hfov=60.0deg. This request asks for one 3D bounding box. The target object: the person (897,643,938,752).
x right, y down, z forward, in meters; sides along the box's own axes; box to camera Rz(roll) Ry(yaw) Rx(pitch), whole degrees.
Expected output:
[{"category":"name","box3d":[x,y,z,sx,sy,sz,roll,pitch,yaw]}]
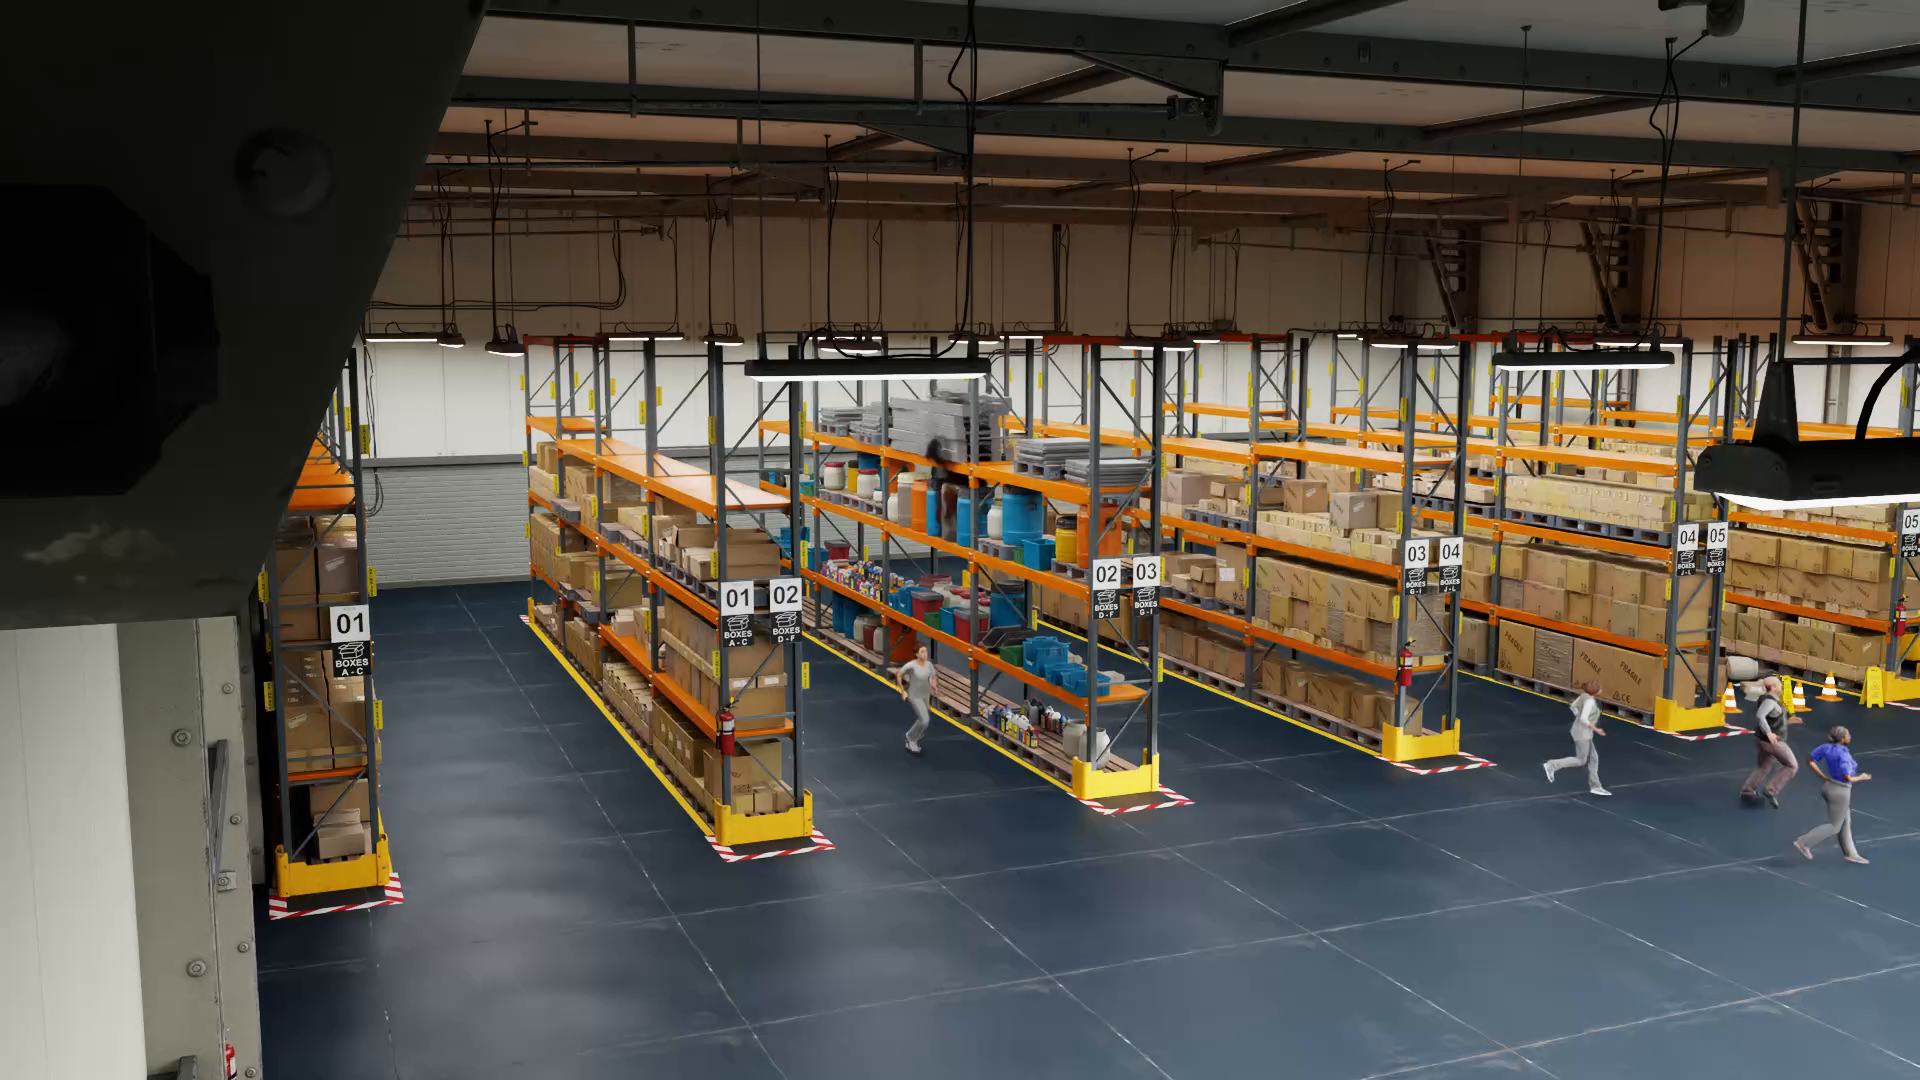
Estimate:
[{"category":"person","box3d":[-0.581,2.305,24.170,0.536,1.621,0.702,-6,10,-39]}]

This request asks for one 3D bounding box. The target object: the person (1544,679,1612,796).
[{"category":"person","box3d":[8.289,2.628,22.214,0.825,1.561,0.558,1,8,10]}]

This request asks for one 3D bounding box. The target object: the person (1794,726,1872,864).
[{"category":"person","box3d":[10.109,3.000,19.214,0.924,1.563,0.579,0,8,1]}]

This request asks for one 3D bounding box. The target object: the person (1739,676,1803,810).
[{"category":"person","box3d":[10.544,2.625,21.571,0.703,1.730,0.630,1,8,10]}]
